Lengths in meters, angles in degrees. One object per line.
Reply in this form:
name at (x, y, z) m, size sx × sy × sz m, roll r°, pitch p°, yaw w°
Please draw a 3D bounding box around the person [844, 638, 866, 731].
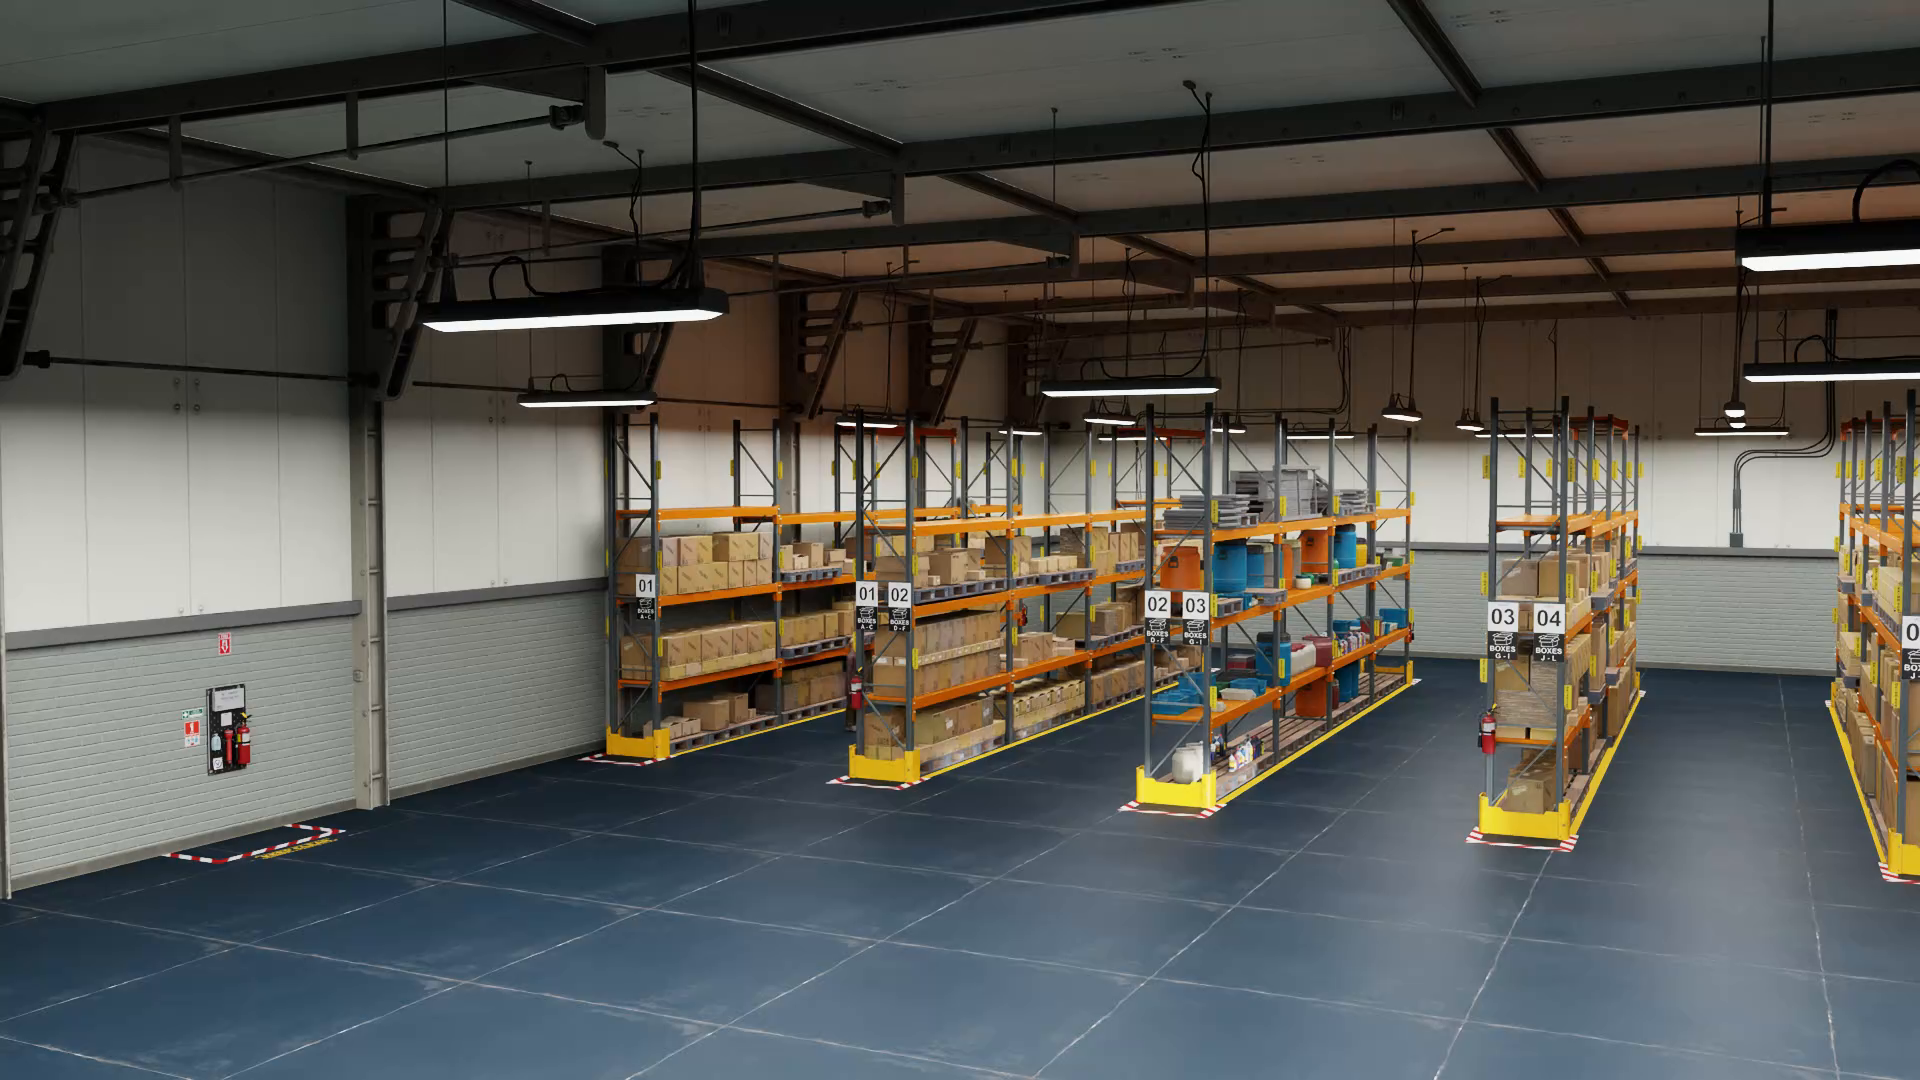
person at (-1.975, 2.789, 31.908) m, size 0.480 × 1.819 × 0.651 m, roll 1°, pitch 2°, yaw 13°
